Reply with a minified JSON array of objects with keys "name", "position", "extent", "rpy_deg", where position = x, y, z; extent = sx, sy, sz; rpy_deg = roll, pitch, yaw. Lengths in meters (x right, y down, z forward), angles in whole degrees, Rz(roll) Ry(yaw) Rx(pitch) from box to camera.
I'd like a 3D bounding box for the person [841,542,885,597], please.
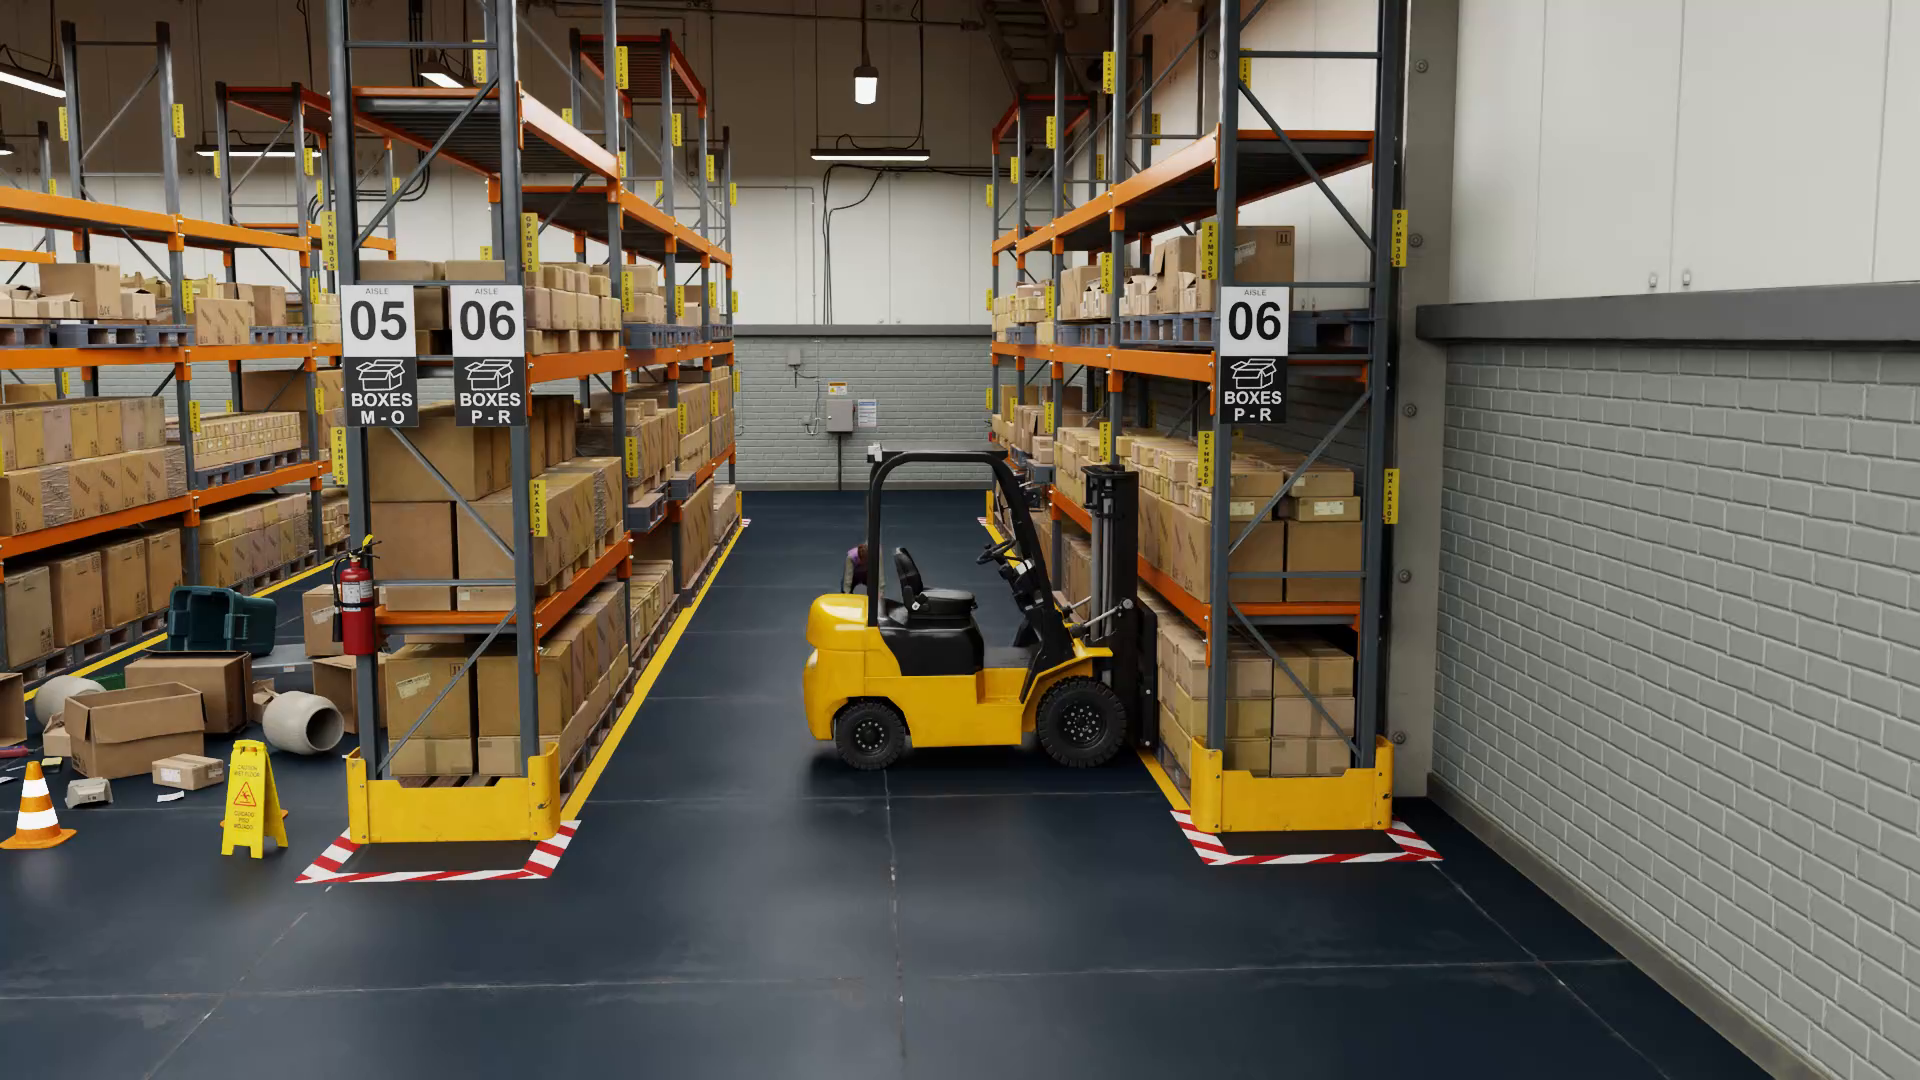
[{"name":"person","position":[-0.984,0.424,16.809],"extent":[0.449,0.878,0.797],"rpy_deg":[0,7,-4]}]
